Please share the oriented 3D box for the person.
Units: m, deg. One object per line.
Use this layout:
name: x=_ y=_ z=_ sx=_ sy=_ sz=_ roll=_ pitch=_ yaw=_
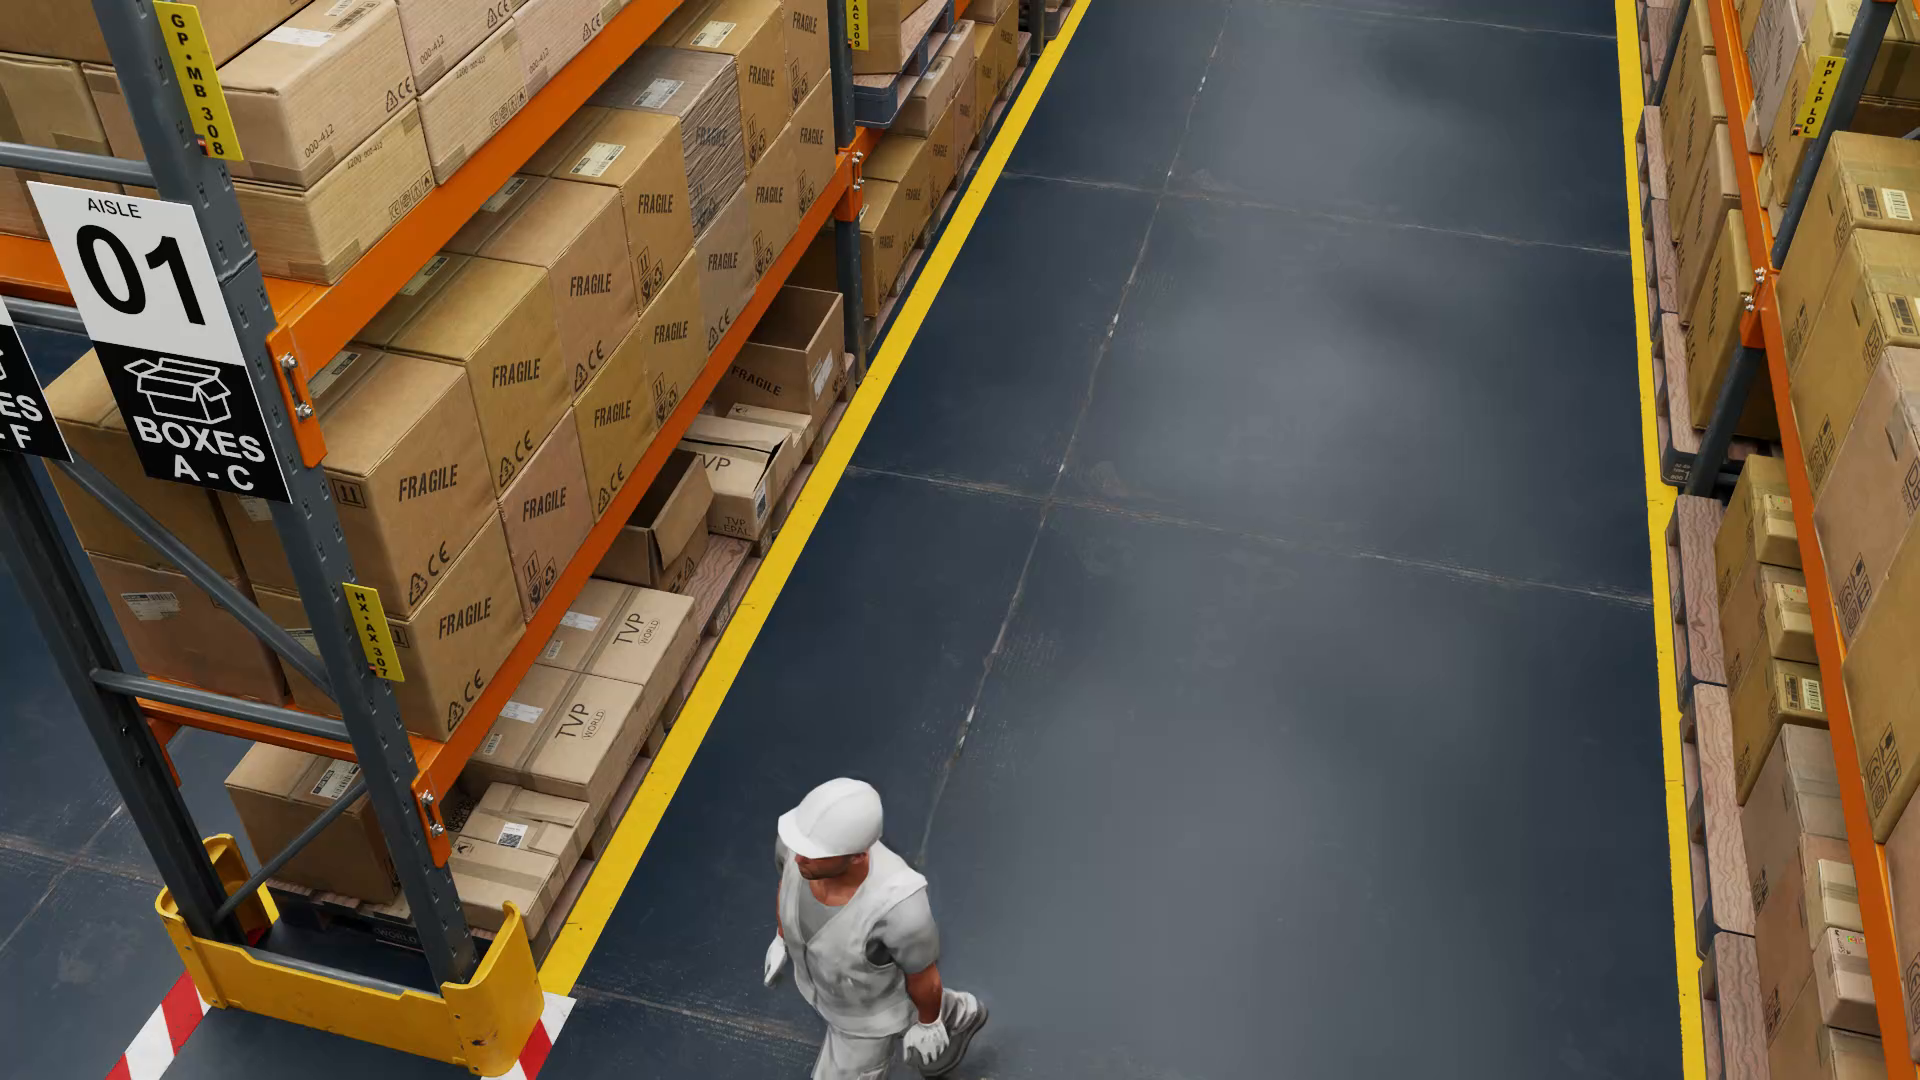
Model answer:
person: x=-0.267 y=1.225 z=4.714 sx=0.980 sy=1.759 sz=0.566 roll=-30 pitch=49 yaw=-30
